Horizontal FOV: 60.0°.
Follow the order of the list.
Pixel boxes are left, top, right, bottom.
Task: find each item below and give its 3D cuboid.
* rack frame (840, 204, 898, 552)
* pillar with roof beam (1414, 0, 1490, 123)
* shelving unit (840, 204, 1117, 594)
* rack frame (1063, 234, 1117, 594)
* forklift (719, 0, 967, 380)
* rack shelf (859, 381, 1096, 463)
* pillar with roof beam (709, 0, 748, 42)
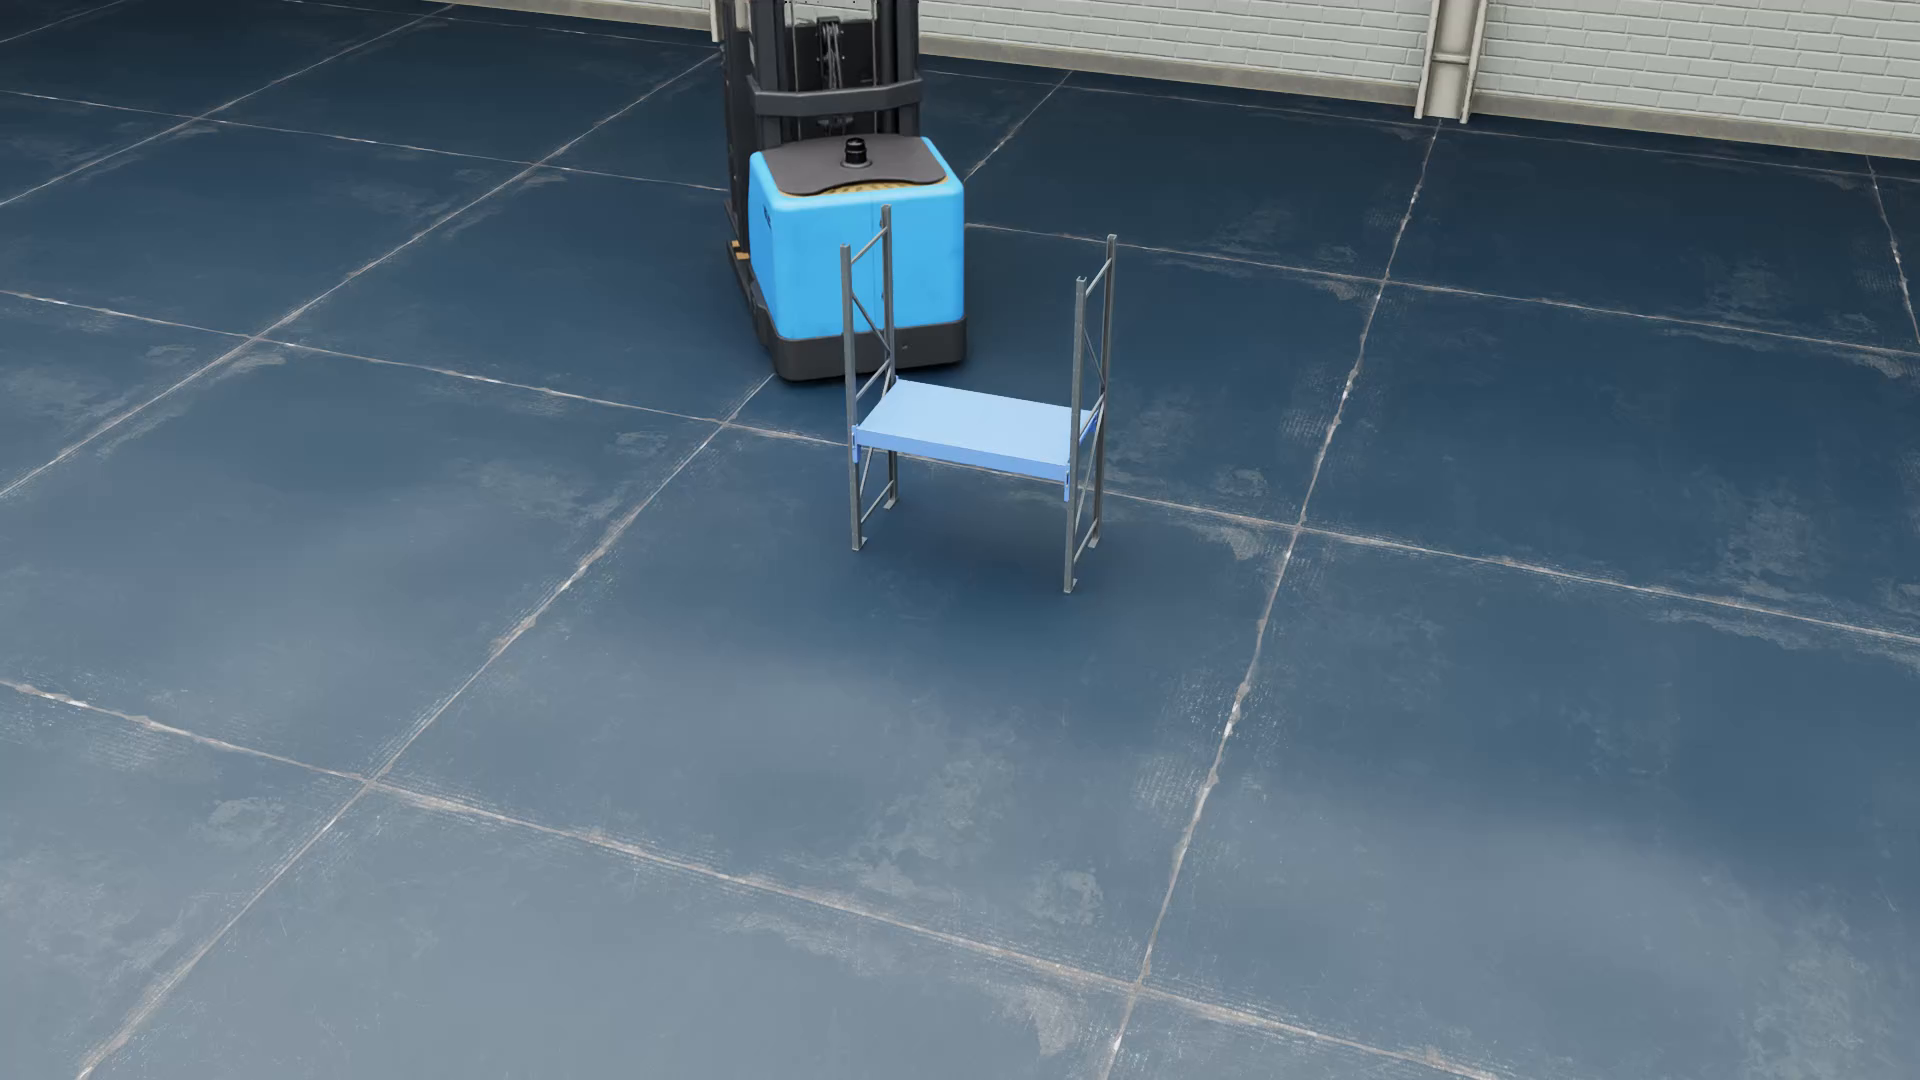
[{"bbox_3d":[-0.398,-0.708,7.463,0.032,1.500,0.500,11,34,16],"label":"rack frame"},{"bbox_3d":[2.274,-4.868,6.994,0.400,9.000,9.100,11,34,16],"label":"pillar with roof beam"},{"bbox_3d":[0.080,-0.614,7.319,1.048,1.500,0.500,11,34,16],"label":"shelving unit"},{"bbox_3d":[0.559,-0.521,7.175,0.032,1.500,0.500,11,34,16],"label":"rack frame"},{"bbox_3d":[-0.833,-2.882,9.512,1.130,2.935,3.031,-8,34,-12],"label":"forklift"},{"bbox_3d":[0.080,-0.504,7.390,0.952,0.062,0.459,11,34,16],"label":"rack shelf"},{"bbox_3d":[-3.375,-5.966,8.695,0.400,9.000,9.100,11,34,16],"label":"pillar with roof beam"}]
